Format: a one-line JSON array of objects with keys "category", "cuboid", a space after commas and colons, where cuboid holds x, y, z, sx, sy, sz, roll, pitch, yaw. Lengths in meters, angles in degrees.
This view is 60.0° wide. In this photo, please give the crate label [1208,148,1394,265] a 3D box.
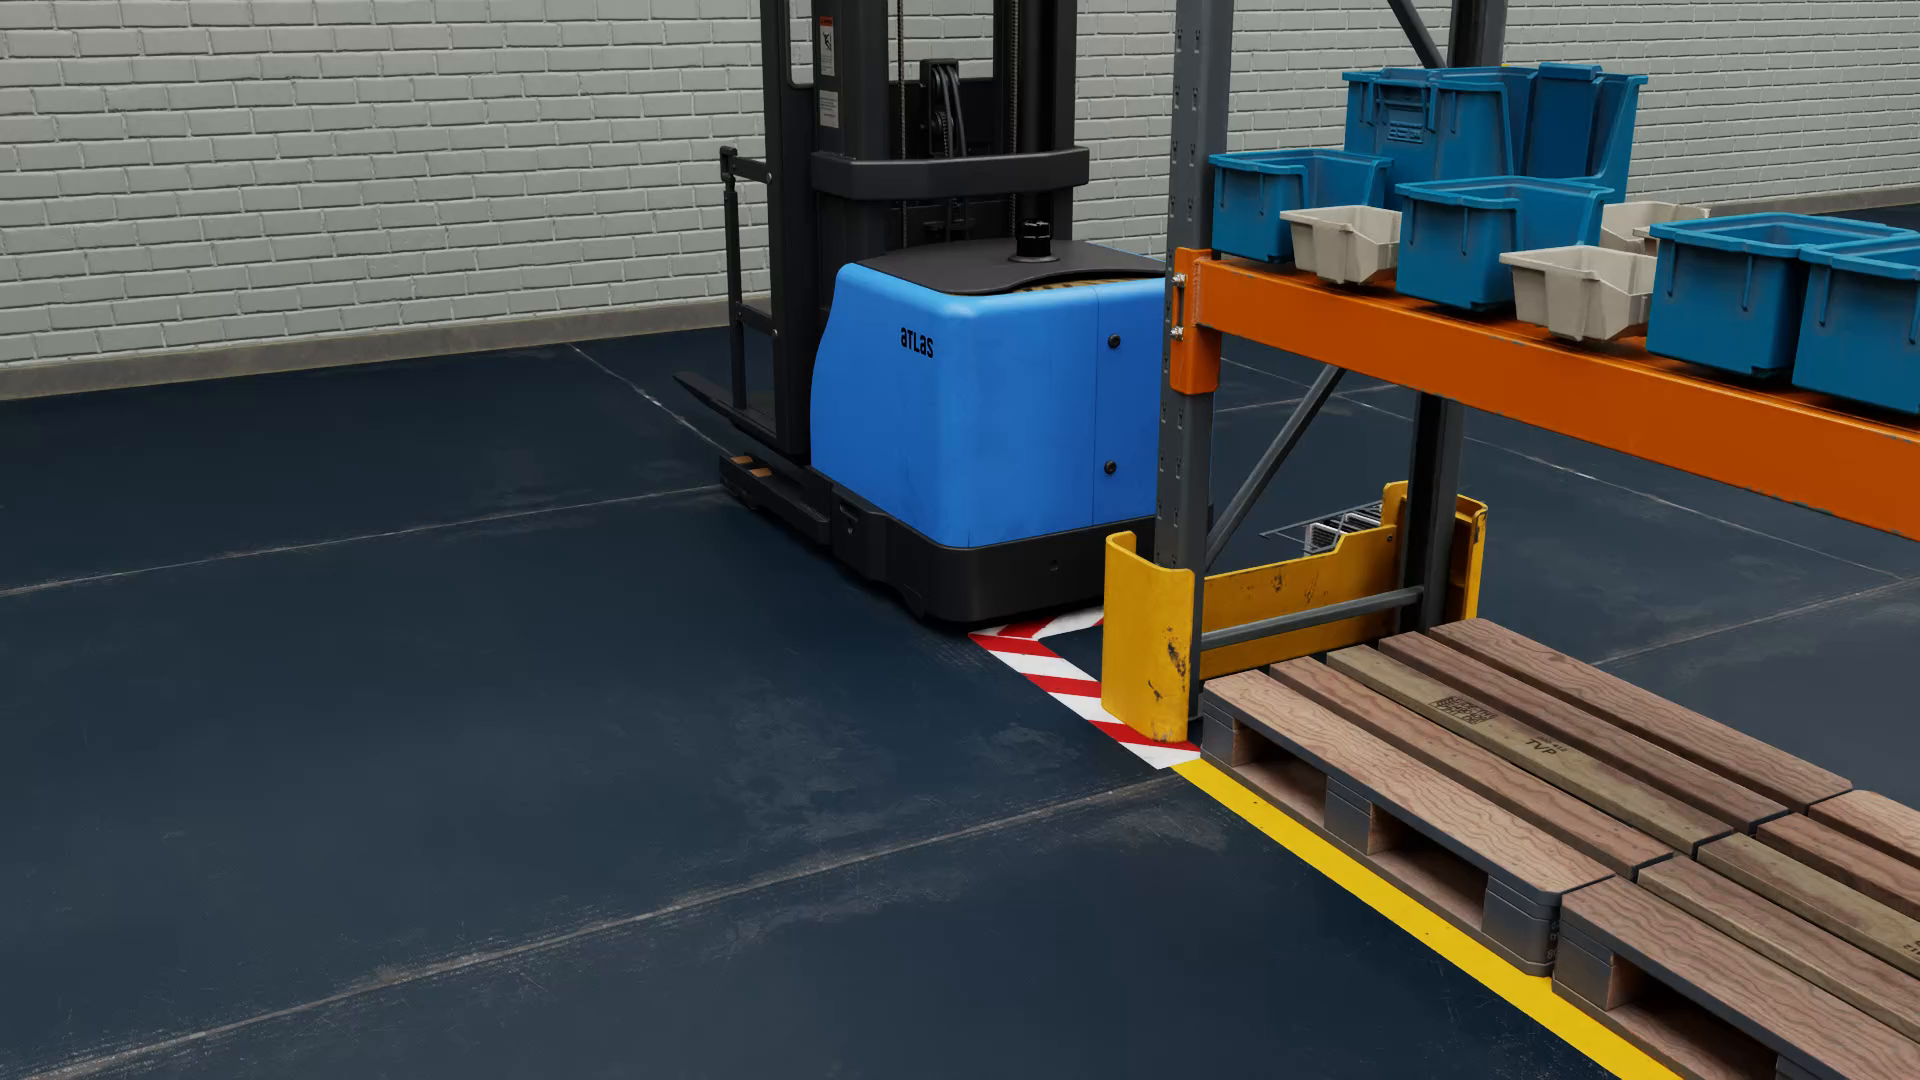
[{"category": "crate label", "cuboid": [0.827, -0.818, 4.068, 0.416, 0.233, 0.303, -10, 21, -27]}]

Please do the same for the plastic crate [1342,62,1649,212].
[{"category": "plastic crate", "cuboid": [1.323, -0.969, 4.194, 0.616, 0.435, 0.499, -10, 21, -27]}]

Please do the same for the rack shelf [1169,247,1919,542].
[{"category": "rack shelf", "cuboid": [1.949, -0.077, 2.857, 1.077, 0.370, 4.000, -10, 21, -27]}]

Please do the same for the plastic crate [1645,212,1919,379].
[{"category": "plastic crate", "cuboid": [1.452, -0.440, 2.973, 0.416, 0.233, 0.300, -10, 21, -27]}]

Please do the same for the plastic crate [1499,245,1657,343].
[{"category": "plastic crate", "cuboid": [1.228, -0.473, 3.216, 0.250, 0.136, 0.298, -10, 21, -27]}]

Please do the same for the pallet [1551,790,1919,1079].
[{"category": "pallet", "cuboid": [1.932, 0.920, 3.142, 1.003, 0.211, 1.213, -10, 21, -27]}]

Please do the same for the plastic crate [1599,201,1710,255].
[{"category": "plastic crate", "cuboid": [1.546, -0.688, 3.840, 0.396, 0.136, 0.243, -10, 21, -27]}]

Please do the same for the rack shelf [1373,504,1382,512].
[{"category": "rack shelf", "cuboid": [1.541, -0.006, 5.820, 0.077, 0.200, 0.258, -14, 23, -35]}]

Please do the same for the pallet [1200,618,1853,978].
[{"category": "pallet", "cuboid": [1.357, 0.570, 4.155, 1.003, 0.211, 1.213, -10, 21, -27]}]

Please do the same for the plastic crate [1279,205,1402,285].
[{"category": "plastic crate", "cuboid": [0.906, -0.668, 3.780, 0.250, 0.136, 0.298, -10, 21, -27]}]

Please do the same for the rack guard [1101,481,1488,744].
[{"category": "rack guard", "cuboid": [0.976, 0.186, 4.826, 1.175, 0.500, 0.348, -10, 21, -27]}]

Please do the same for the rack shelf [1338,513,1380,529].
[{"category": "rack shelf", "cuboid": [1.397, 0.029, 5.718, 0.077, 0.200, 0.258, -14, 23, -35]}]

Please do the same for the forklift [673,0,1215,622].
[{"category": "forklift", "cuboid": [-0.302, -1.564, 6.171, 1.130, 2.935, 3.031, -10, 22, -27]}]

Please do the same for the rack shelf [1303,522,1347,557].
[{"category": "rack shelf", "cuboid": [1.253, 0.064, 5.616, 0.077, 0.200, 0.258, -14, 23, -35]}]

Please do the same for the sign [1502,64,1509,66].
[{"category": "sign", "cuboid": [1.476, -1.158, 4.638, 0.100, 0.325, 0.005, -10, 21, -27]}]

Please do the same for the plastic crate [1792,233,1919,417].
[{"category": "plastic crate", "cuboid": [1.594, -0.354, 2.723, 0.416, 0.233, 0.300, -10, 21, -27]}]

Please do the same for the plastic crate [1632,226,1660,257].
[{"category": "plastic crate", "cuboid": [1.671, -0.603, 3.592, 0.396, 0.136, 0.243, -10, 21, -27]}]

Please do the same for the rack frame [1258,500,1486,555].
[{"category": "rack frame", "cuboid": [1.424, -0.074, 5.704, 0.900, 0.006, 0.240, -14, 23, -35]}]

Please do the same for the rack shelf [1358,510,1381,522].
[{"category": "rack shelf", "cuboid": [1.469, 0.011, 5.769, 0.077, 0.200, 0.258, -14, 23, -35]}]

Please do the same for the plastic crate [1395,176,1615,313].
[{"category": "plastic crate", "cuboid": [1.139, -0.629, 3.521, 0.416, 0.233, 0.300, -10, 21, -27]}]

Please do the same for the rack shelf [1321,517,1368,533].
[{"category": "rack shelf", "cuboid": [1.325, 0.046, 5.667, 0.077, 0.200, 0.258, -14, 23, -35]}]

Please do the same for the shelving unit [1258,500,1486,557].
[{"category": "shelving unit", "cuboid": [1.424, 0.022, 5.737, 0.900, 0.210, 0.258, -14, 23, -35]}]

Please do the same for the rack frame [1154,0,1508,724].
[{"category": "rack frame", "cuboid": [0.999, -0.991, 4.404, 1.000, 3.000, 0.127, -10, 21, -27]}]
